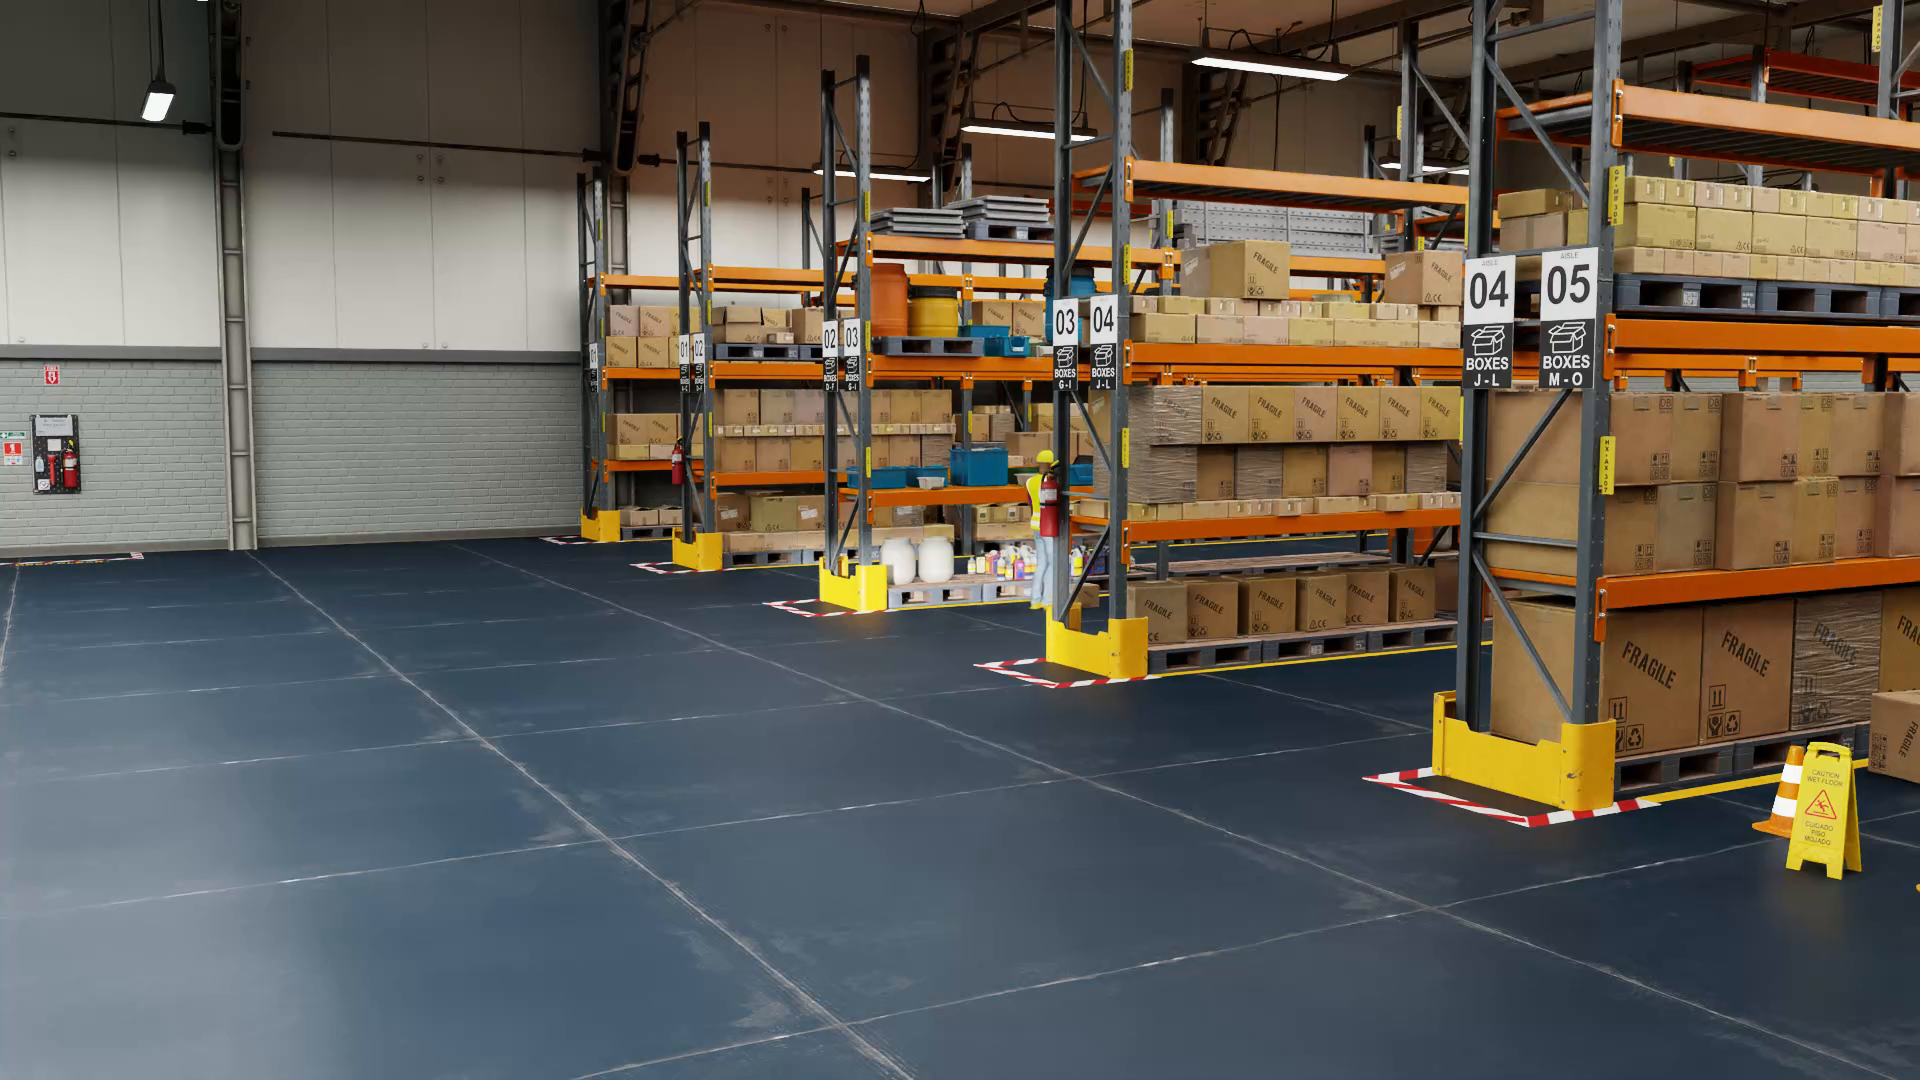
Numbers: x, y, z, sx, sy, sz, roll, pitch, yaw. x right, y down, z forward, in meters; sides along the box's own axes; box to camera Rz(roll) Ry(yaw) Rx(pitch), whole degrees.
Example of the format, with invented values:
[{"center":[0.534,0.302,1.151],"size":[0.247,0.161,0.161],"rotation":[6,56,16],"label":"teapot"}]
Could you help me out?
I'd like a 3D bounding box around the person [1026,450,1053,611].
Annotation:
[{"center":[0.964,-0.109,18.389],"size":[0.366,1.762,0.565],"rotation":[-3,6,-27],"label":"person"}]
